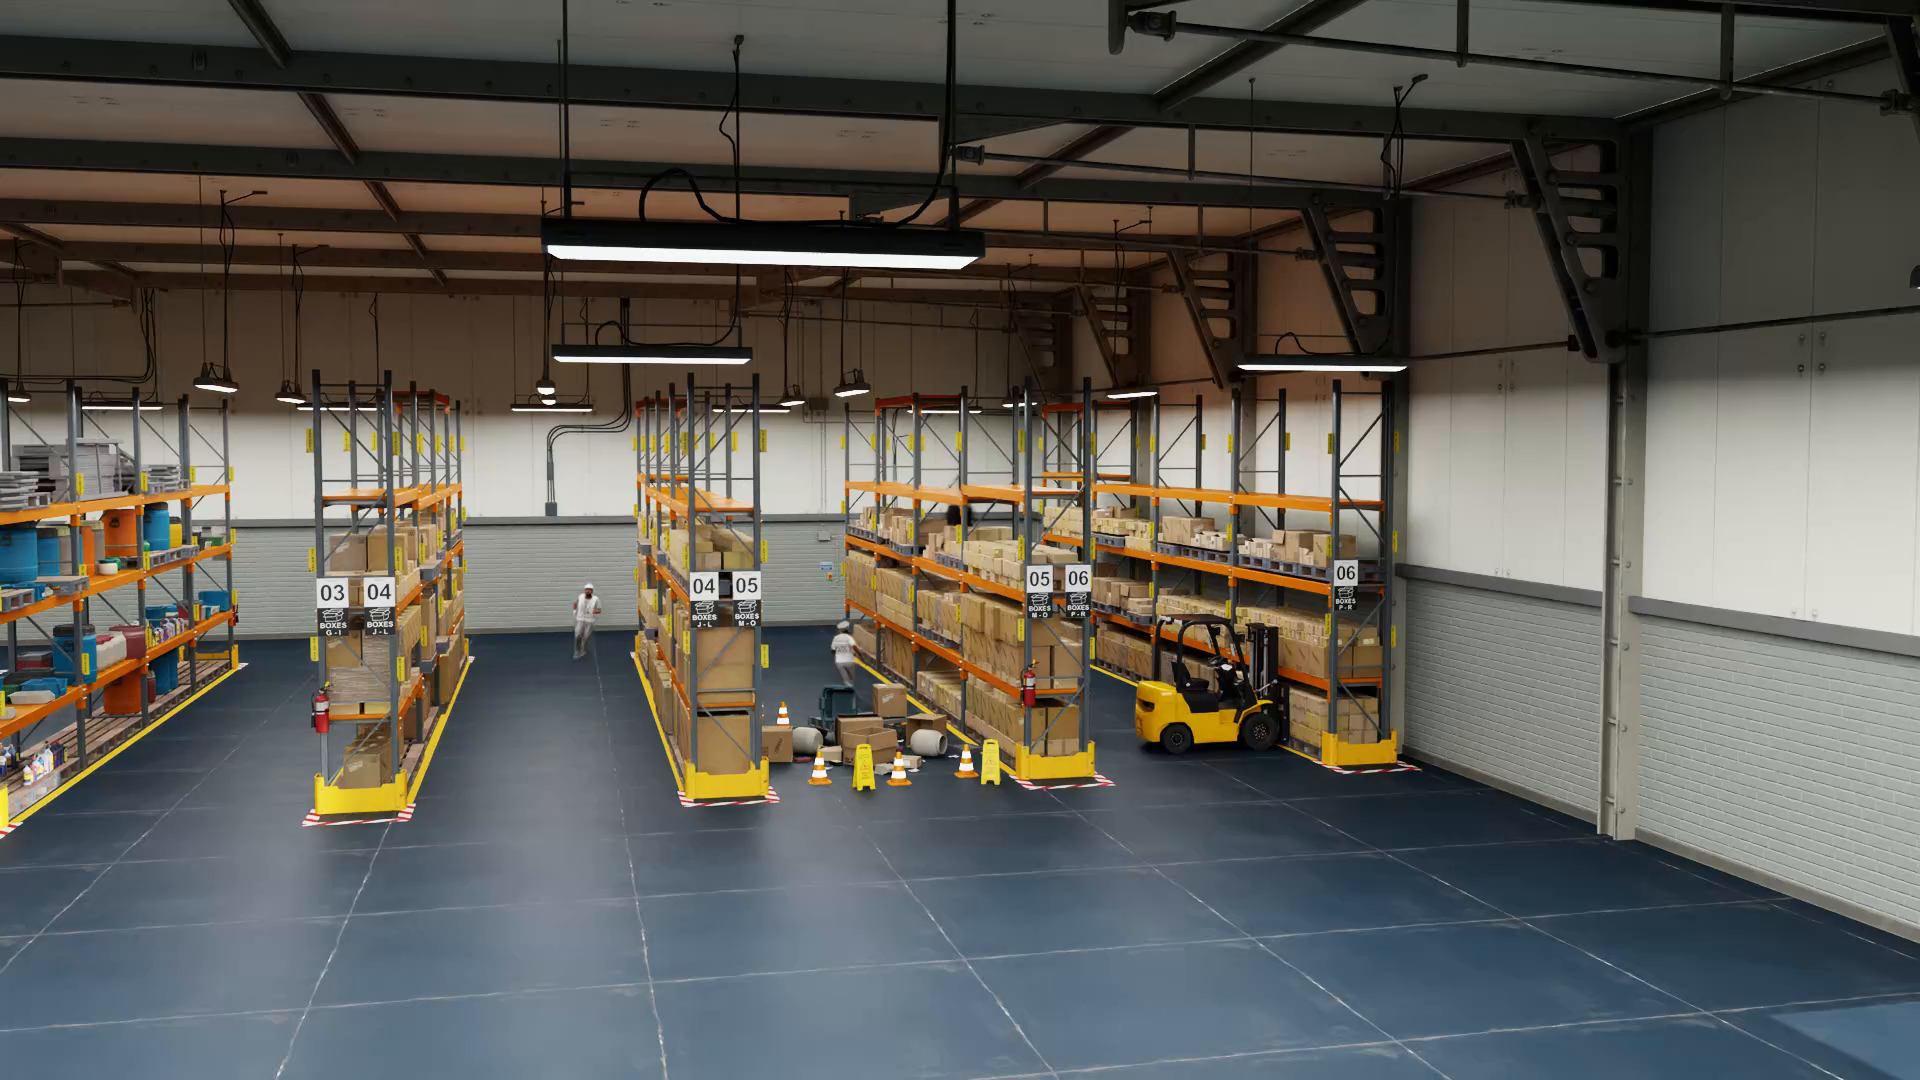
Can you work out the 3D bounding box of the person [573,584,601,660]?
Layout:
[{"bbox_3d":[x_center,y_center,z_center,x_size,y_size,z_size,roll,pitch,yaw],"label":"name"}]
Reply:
[{"bbox_3d":[-8.661,1.907,38.630,0.665,1.788,0.669,0,3,-7],"label":"person"}]

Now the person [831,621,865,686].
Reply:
[{"bbox_3d":[-2.171,2.386,31.894,0.697,1.629,0.613,1,3,11],"label":"person"}]
